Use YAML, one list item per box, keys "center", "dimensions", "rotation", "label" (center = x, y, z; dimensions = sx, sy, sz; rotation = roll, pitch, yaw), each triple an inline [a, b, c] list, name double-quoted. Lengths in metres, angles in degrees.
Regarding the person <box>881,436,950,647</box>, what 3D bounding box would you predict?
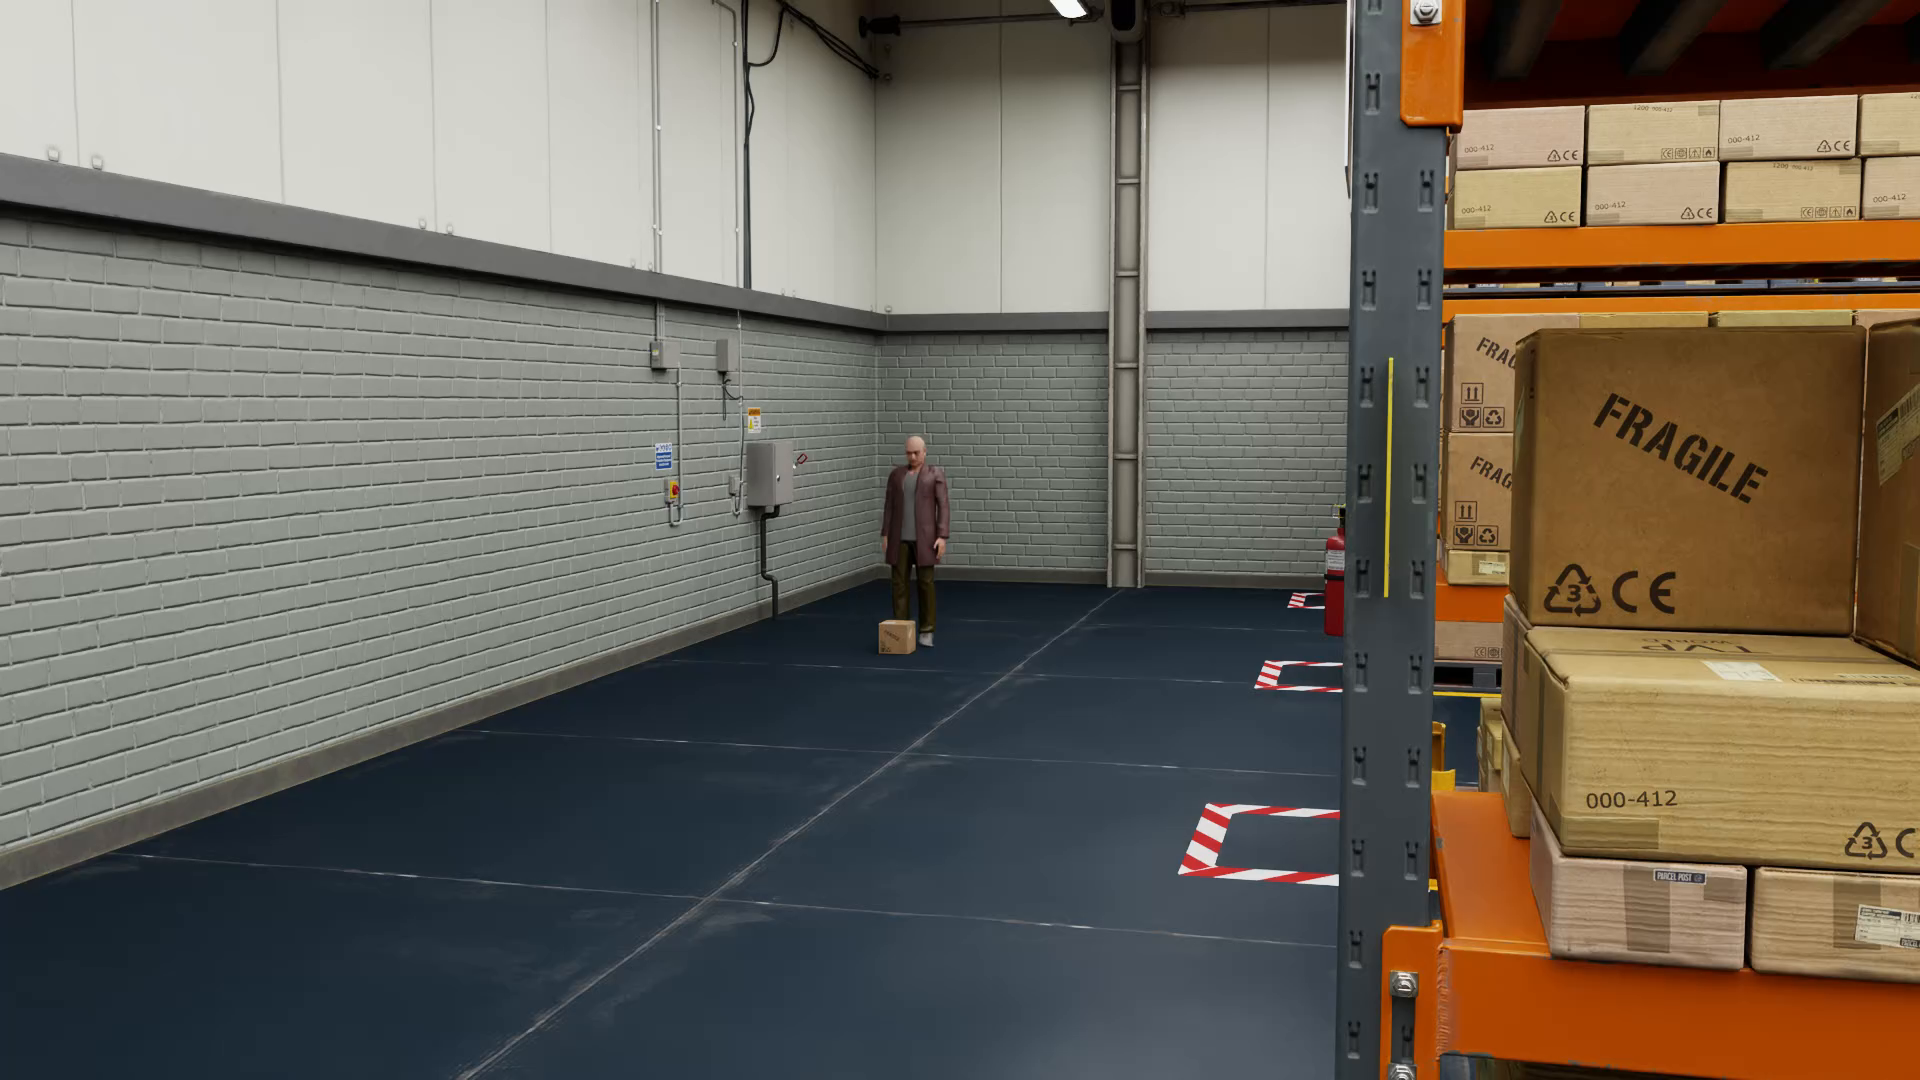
- center: [-0.409, 0.012, 14.282]
  dimensions: [0.620, 1.799, 0.495]
  rotation: [1, 5, 14]
  label: "person"
